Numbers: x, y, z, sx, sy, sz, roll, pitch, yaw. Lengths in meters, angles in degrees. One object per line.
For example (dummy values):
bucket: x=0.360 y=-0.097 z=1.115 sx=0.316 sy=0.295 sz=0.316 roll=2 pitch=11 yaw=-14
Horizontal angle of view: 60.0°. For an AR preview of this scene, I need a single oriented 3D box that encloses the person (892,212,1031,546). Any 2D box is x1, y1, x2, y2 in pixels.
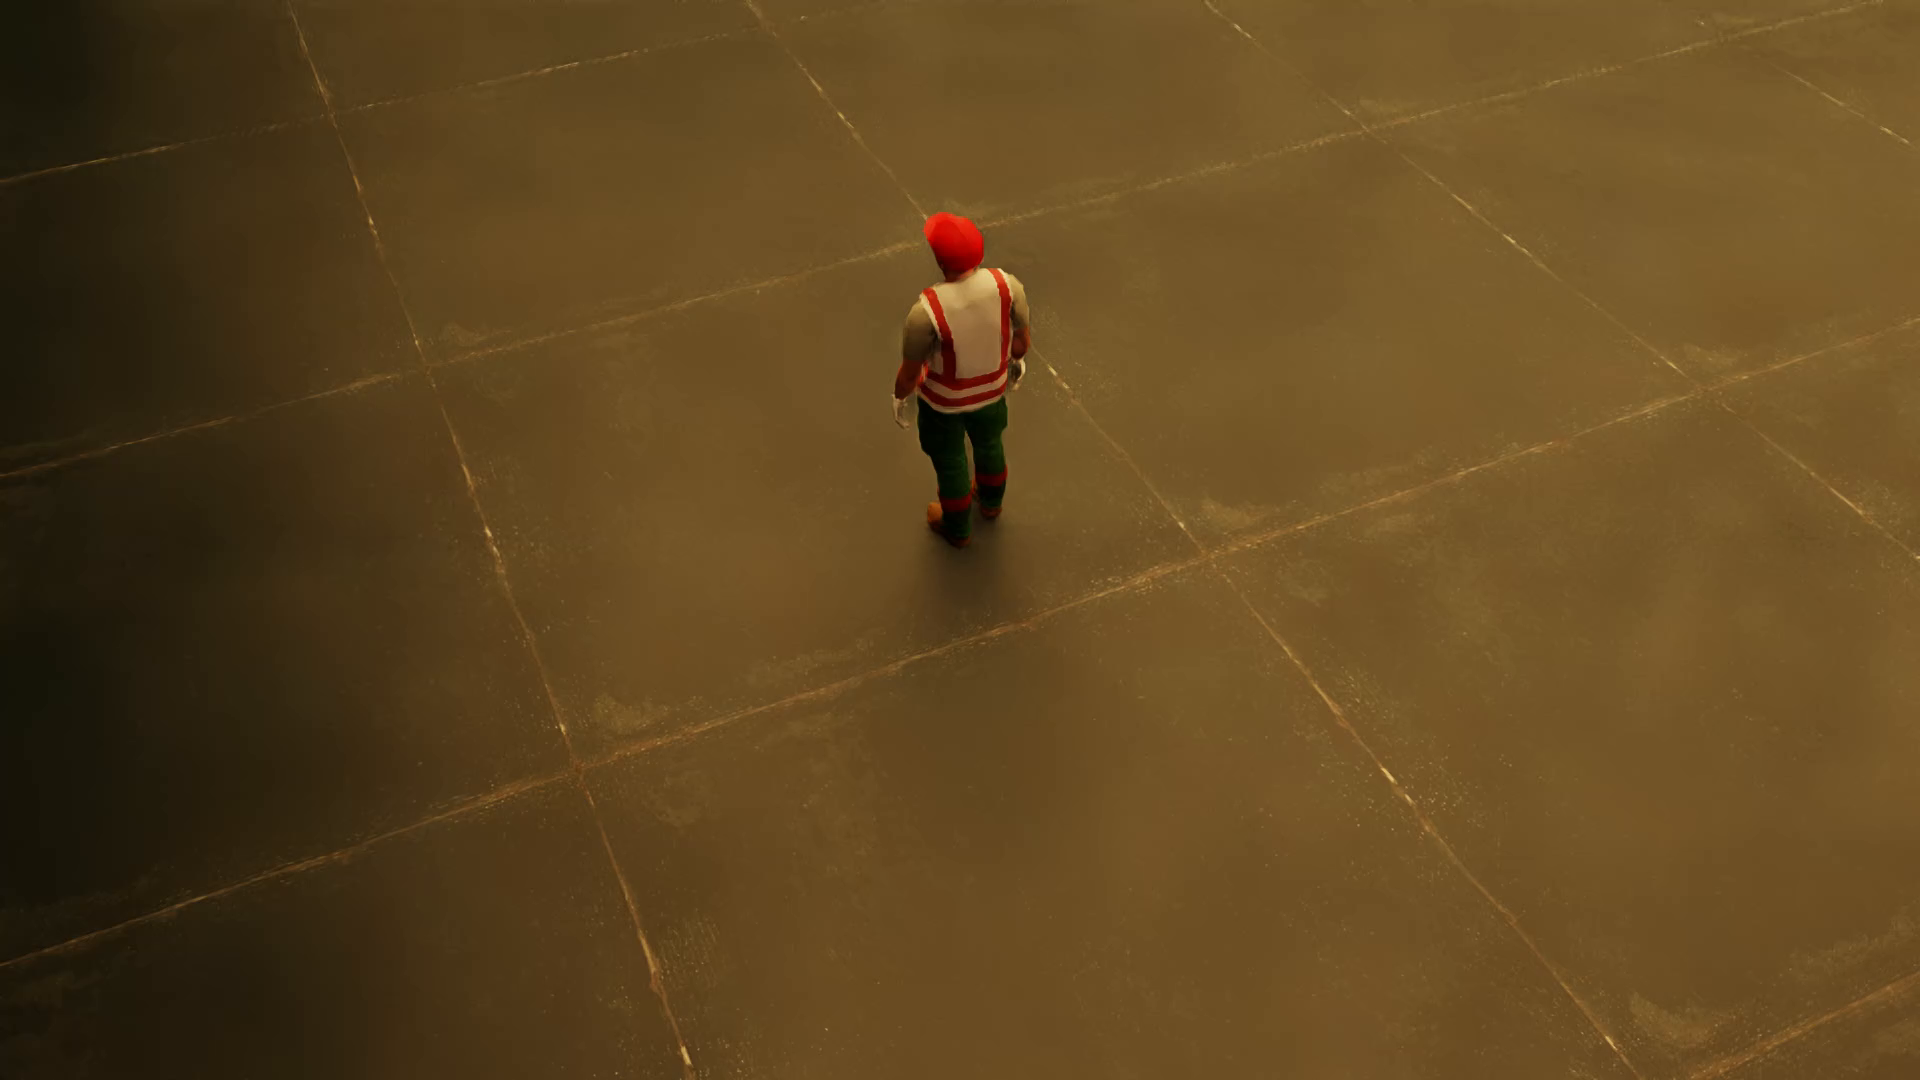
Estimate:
person: x=-0.024 y=-0.712 z=7.270 sx=0.637 sy=1.787 sz=0.563 roll=-18 pitch=46 yaw=-18
